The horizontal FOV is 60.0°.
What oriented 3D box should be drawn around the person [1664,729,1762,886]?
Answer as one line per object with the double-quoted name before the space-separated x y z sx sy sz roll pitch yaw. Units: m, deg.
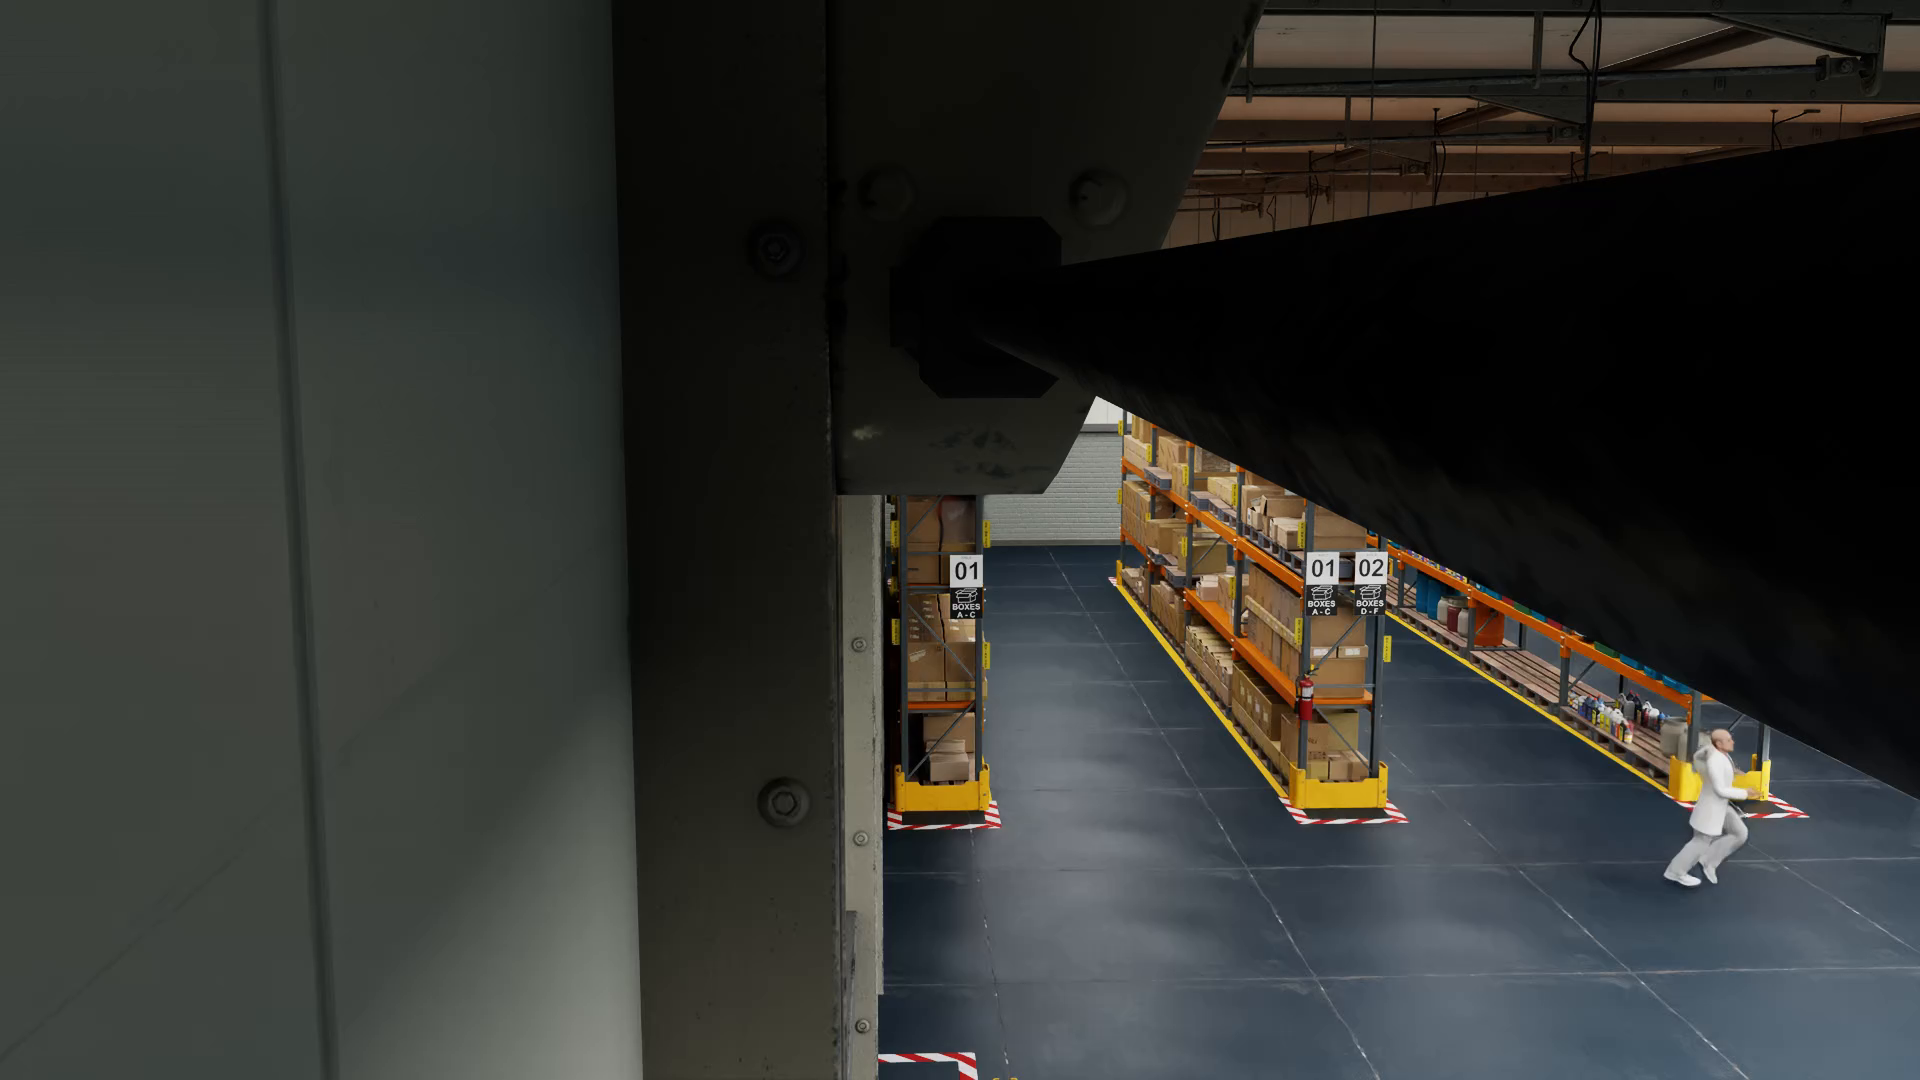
"person" 8.060 2.888 17.752 0.900 1.654 0.724 5 10 32
